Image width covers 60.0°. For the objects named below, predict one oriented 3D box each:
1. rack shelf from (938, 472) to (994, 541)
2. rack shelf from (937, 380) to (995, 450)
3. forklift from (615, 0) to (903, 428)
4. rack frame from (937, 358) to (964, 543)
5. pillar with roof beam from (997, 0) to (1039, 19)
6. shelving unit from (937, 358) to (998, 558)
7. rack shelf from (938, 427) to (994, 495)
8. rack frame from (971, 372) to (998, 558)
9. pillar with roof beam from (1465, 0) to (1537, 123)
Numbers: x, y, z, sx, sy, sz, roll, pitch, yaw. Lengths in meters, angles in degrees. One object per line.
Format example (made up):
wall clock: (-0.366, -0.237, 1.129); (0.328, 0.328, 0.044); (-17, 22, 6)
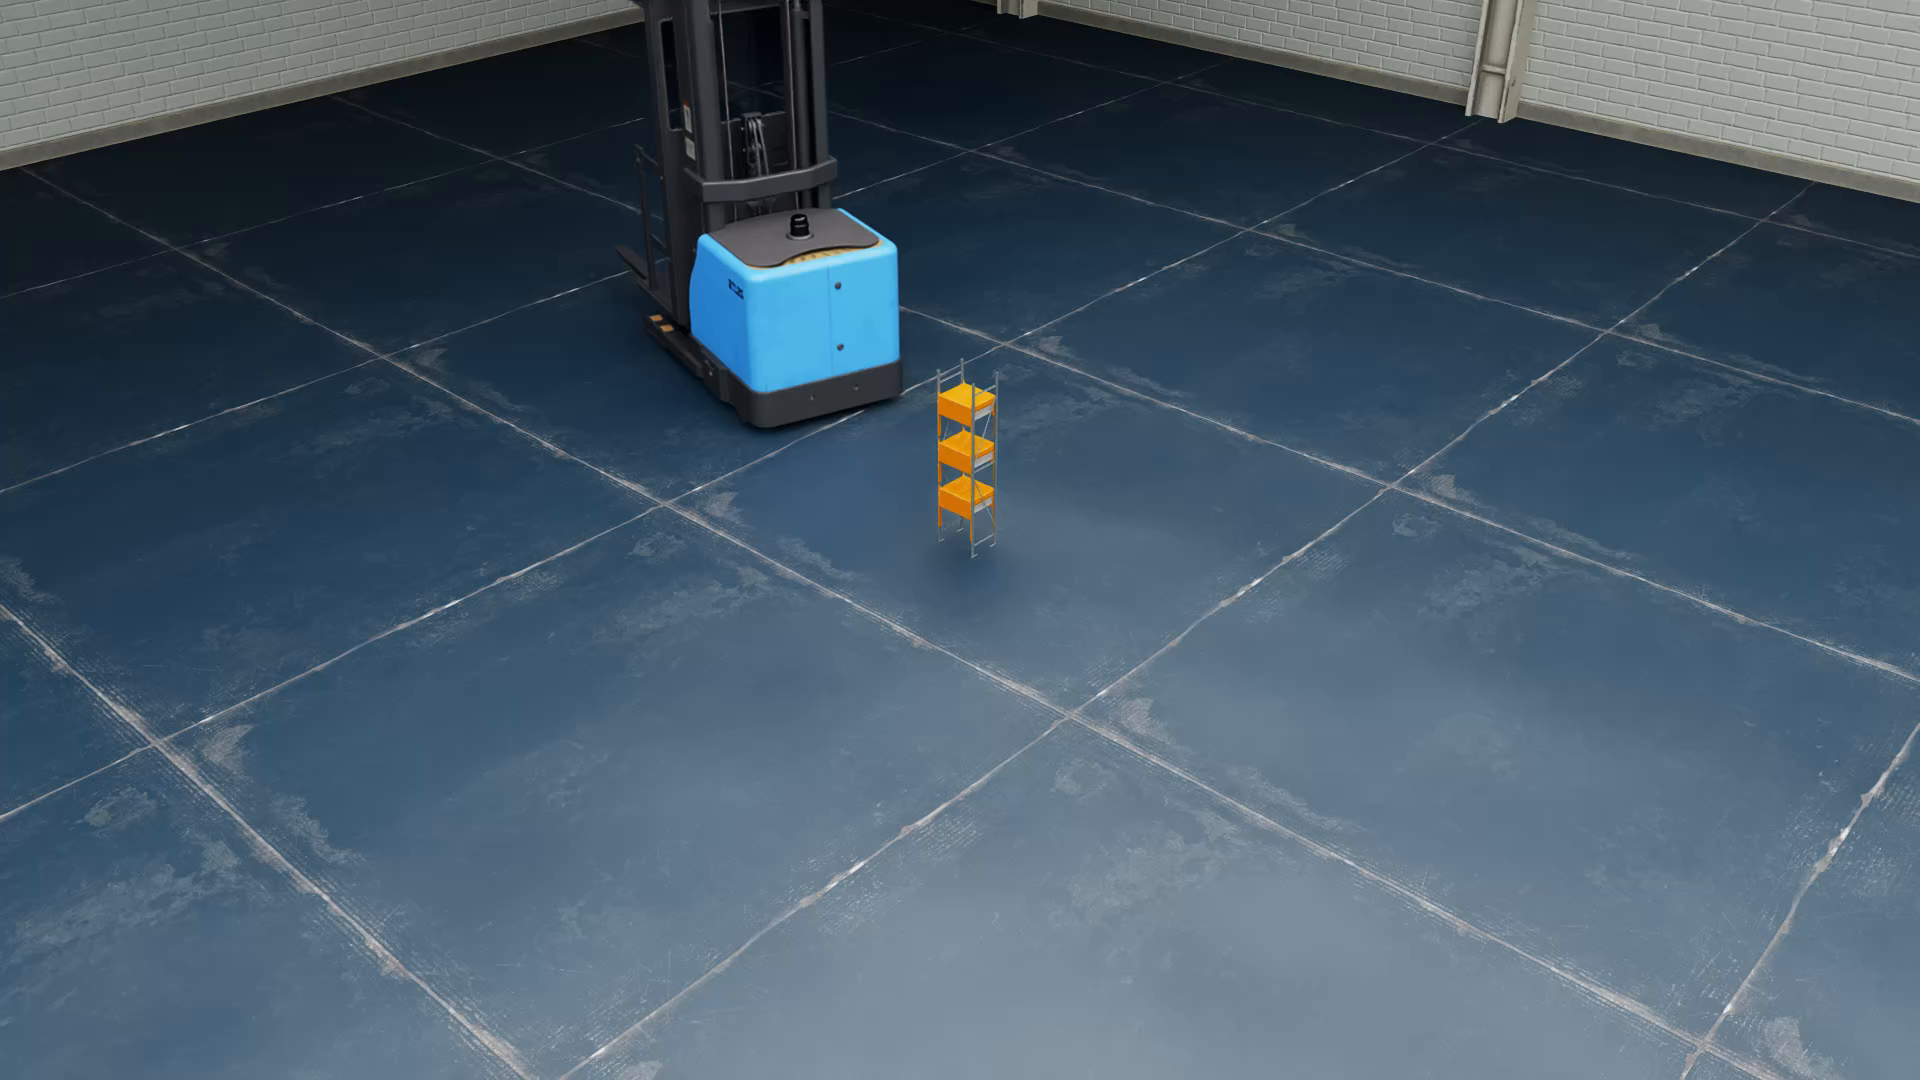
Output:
rack shelf: (0.040, -0.184, 9.097); (0.240, 0.259, 0.215); (25, 39, 35)
rack shelf: (0.040, -0.665, 8.808); (0.240, 0.259, 0.215); (25, 39, 35)
forklift: (-1.541, -2.676, 10.853); (1.130, 2.935, 3.031); (-17, 35, -25)
rack frame: (-0.051, -0.473, 9.019); (0.008, 1.050, 0.200); (25, 39, 35)
pillar with roof beam: (-2.211, -8.385, 14.453); (0.400, 9.000, 9.100); (25, 39, 35)
shelving unit: (0.040, -0.431, 8.948); (0.252, 1.050, 0.215); (25, 39, 35)
rack shelf: (0.040, -0.422, 8.954); (0.240, 0.259, 0.215); (25, 39, 35)
rack frame: (0.130, -0.389, 8.878); (0.008, 1.050, 0.200); (25, 39, 35)
pillar with roof beam: (2.238, -6.308, 11.004); (0.400, 9.000, 9.100); (25, 39, 35)
